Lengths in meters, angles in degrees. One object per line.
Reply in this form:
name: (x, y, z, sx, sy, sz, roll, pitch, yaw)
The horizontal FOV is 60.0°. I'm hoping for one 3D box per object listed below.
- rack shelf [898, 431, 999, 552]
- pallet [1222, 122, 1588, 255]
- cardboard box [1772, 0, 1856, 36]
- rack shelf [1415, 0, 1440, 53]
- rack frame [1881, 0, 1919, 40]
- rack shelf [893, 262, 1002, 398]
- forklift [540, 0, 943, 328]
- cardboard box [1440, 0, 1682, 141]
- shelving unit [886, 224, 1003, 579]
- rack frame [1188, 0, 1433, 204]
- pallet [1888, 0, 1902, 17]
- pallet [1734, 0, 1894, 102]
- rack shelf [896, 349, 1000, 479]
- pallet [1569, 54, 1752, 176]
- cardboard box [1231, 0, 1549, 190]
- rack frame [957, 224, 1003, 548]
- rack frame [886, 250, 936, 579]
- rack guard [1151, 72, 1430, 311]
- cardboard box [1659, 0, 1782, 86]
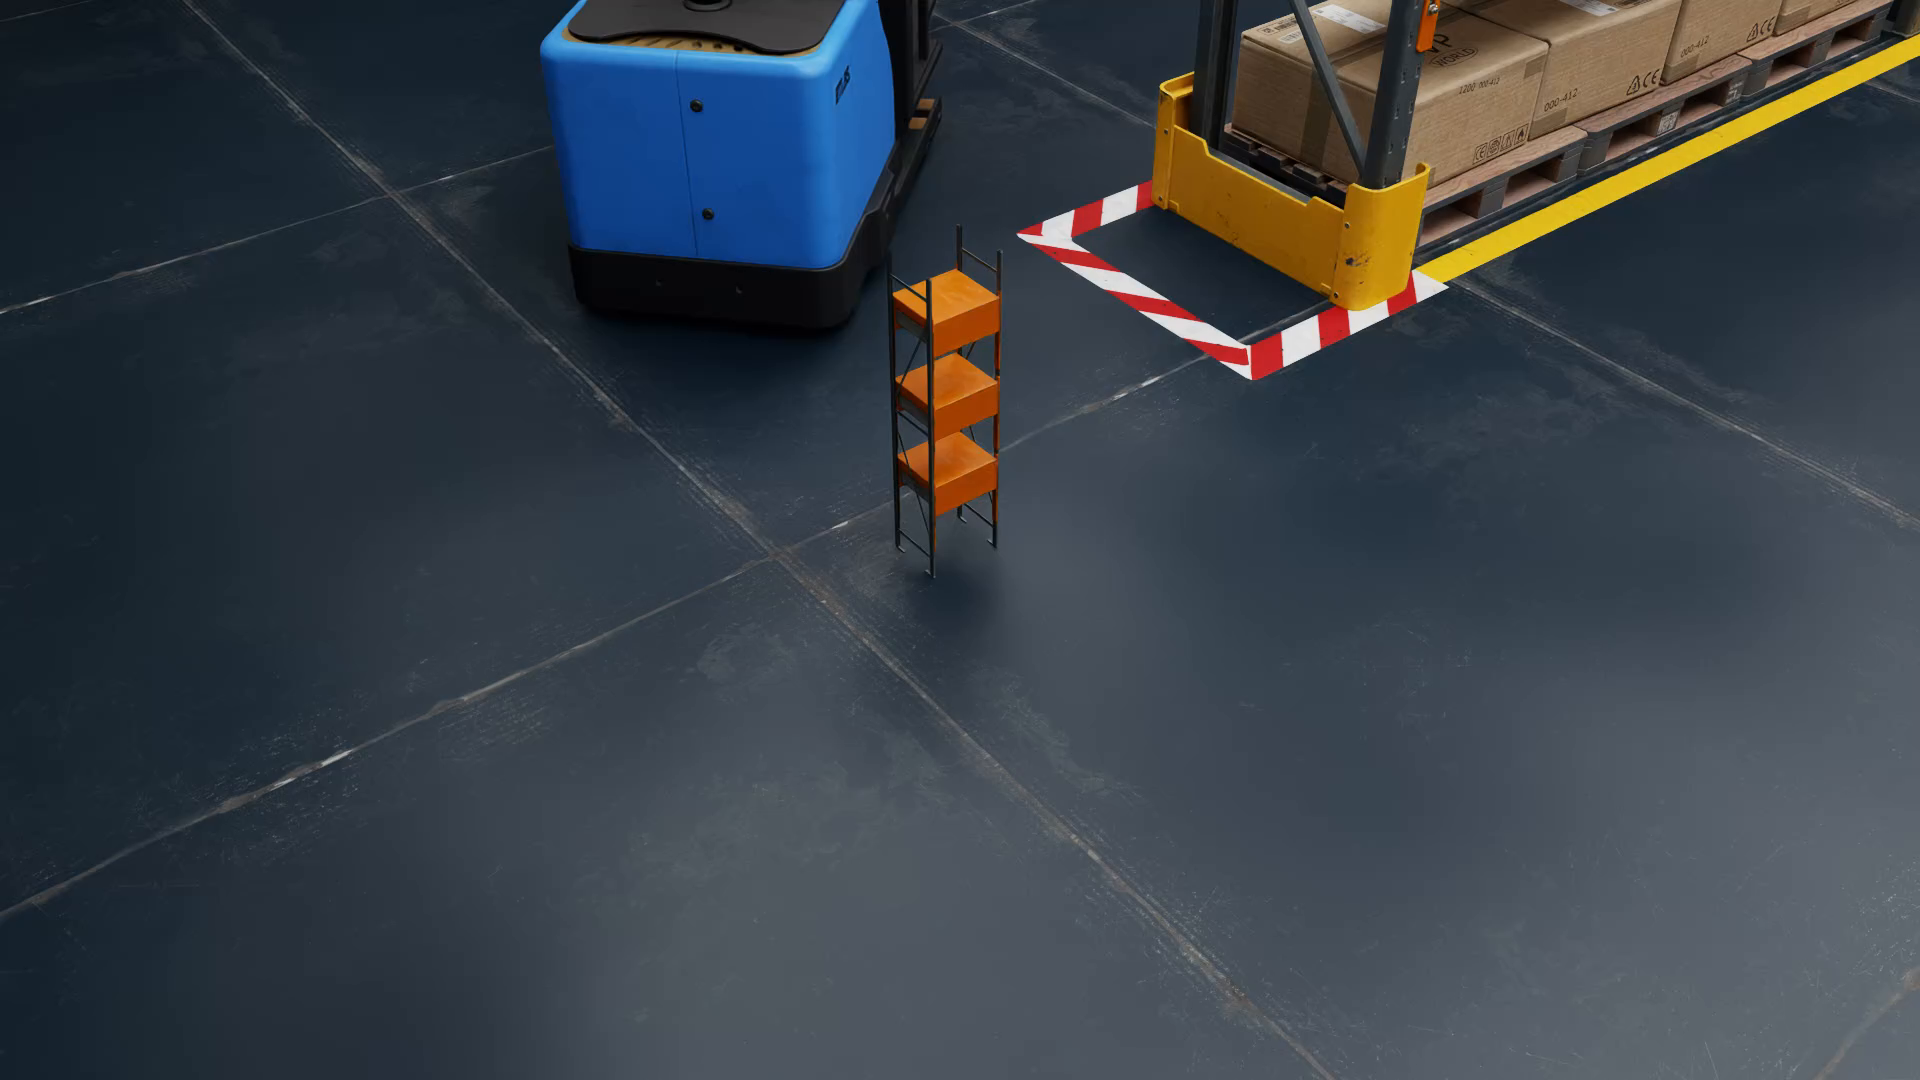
rack shelf: (-0.042, -0.162, 5.075, 0.240, 0.259, 0.215, -26, 46, -28)
pallet: (1.874, -1.650, 7.096, 1.213, 0.211, 1.003, -26, 46, -28)
cardboard box: (3.897, -2.909, 8.120, 0.875, 0.438, 0.875, -27, 46, -29)
rack shelf: (2.874, -2.875, 6.957, 4.000, 0.370, 1.077, -26, 46, -28)
rack frame: (4.460, -3.926, 7.671, 0.127, 3.000, 1.000, -26, 46, -28)
rack shelf: (-0.042, -0.596, 4.719, 0.240, 0.259, 0.215, -26, 46, -28)
forklift: (-0.688, -2.843, 6.405, 1.130, 2.935, 3.031, 6, 40, 8)
cardboard box: (2.471, -2.215, 7.274, 0.875, 0.438, 0.875, -25, 45, -27)
shelving unit: (-0.042, -0.385, 4.892, 0.252, 1.050, 0.215, -26, 46, -28)
rack frame: (1.288, -2.380, 5.786, 0.127, 3.000, 1.000, -26, 46, -28)
pallet: (5.026, -3.184, 8.965, 1.213, 0.211, 1.003, -26, 46, -28)
pallet: (3.809, -2.593, 8.245, 1.213, 0.211, 1.003, -26, 46, -28)
rack shelf: (-0.042, -0.377, 4.899, 0.240, 0.259, 0.215, -26, 46, -28)
pallet: (2.841, -2.119, 7.667, 1.213, 0.211, 1.003, -26, 46, -28)
cardboard box: (1.751, -1.857, 6.838, 0.875, 0.438, 0.875, -28, 47, -29)
rack frame: (0.054, -0.432, 4.949, 0.008, 1.050, 0.200, -26, 46, -28)
rack frame: (-0.139, -0.338, 4.834, 0.008, 1.050, 0.200, -26, 46, -28)
rack guard: (1.269, -1.405, 6.568, 0.348, 0.500, 1.175, -26, 46, -28)
cardboard box: (3.187, -2.563, 7.698, 0.875, 0.438, 0.875, -27, 47, -29)
